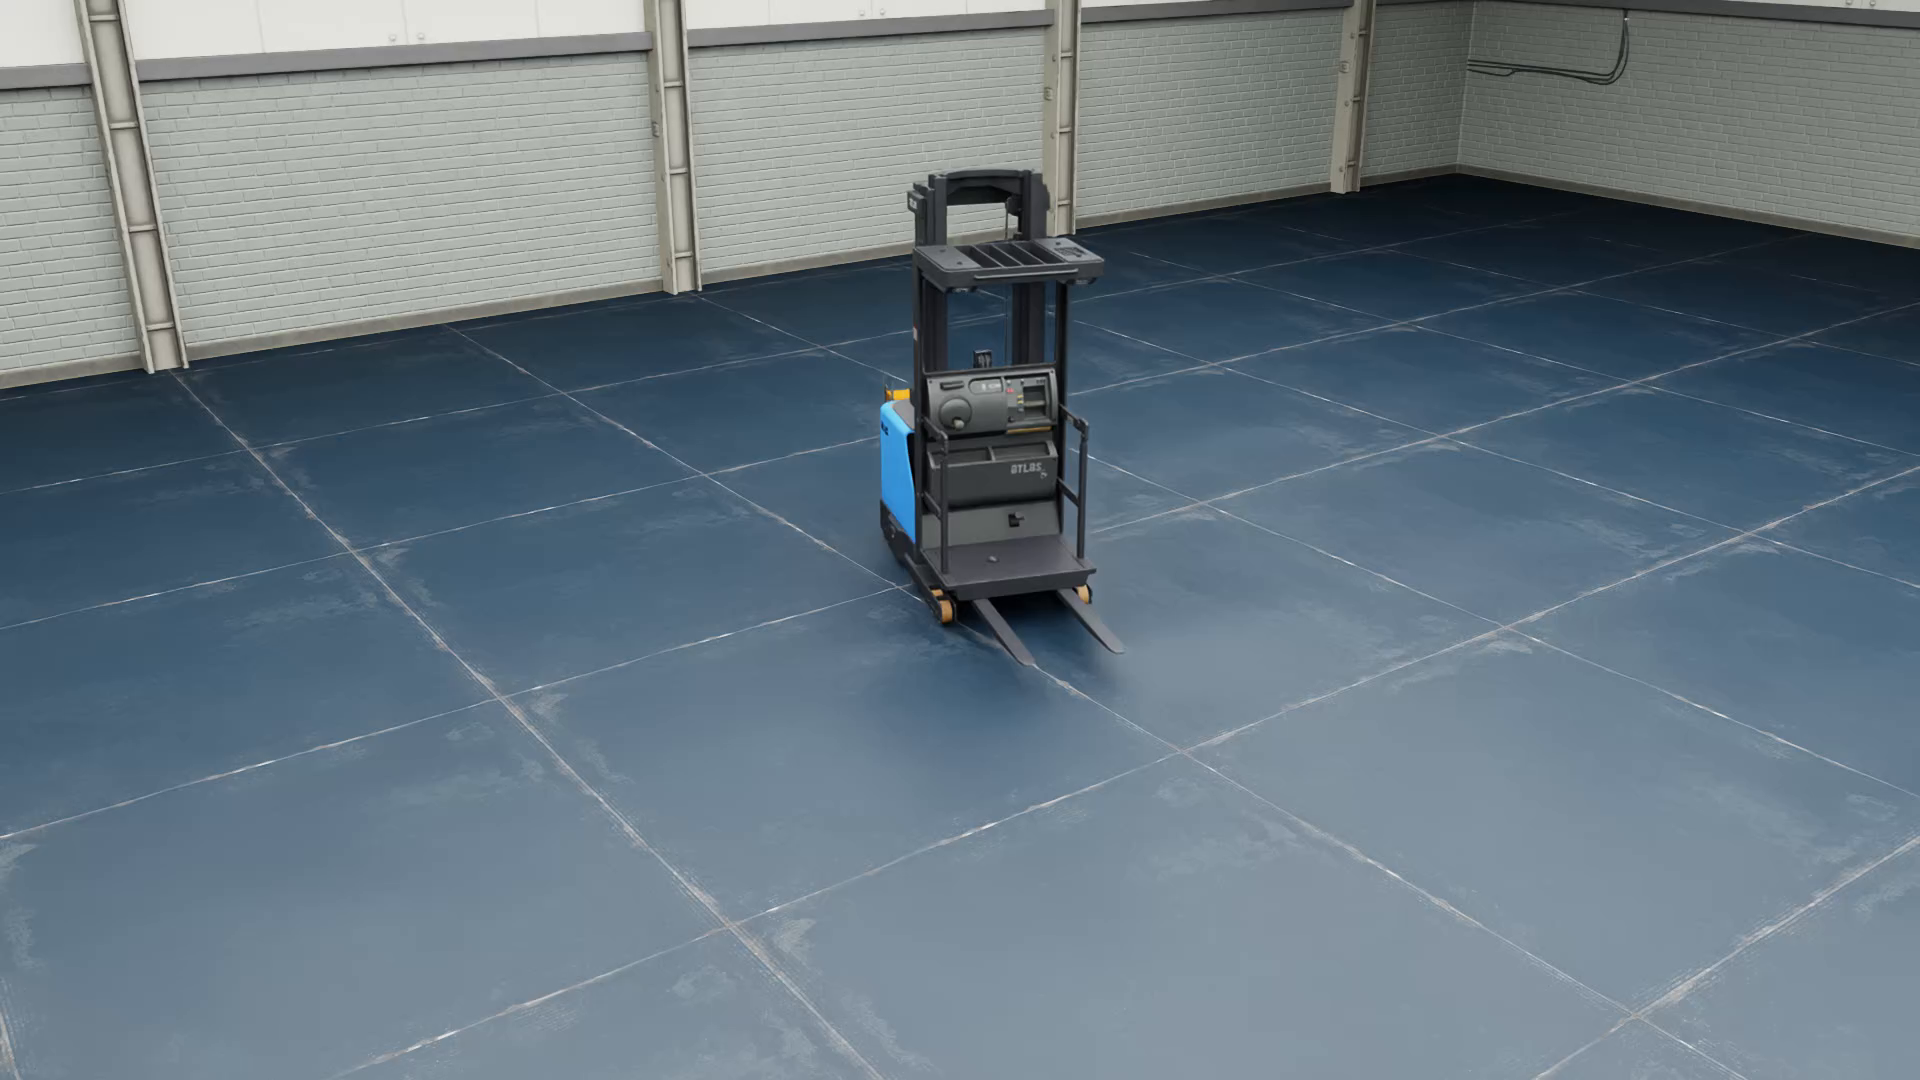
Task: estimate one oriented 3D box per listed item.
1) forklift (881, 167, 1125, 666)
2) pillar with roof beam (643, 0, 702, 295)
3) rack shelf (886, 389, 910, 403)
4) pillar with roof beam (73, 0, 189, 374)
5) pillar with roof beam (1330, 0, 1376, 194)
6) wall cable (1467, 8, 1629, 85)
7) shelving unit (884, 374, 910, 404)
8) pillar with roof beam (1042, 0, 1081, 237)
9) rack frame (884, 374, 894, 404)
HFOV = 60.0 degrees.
[{"bbox_3d":[0.286,-0.946,11.313,1.121,2.935,3.031,-6,23,-15],"label":"forklift"},{"bbox_3d":[-0.941,-5.993,15.774,0.400,9.000,9.100,-15,26,-33],"label":"pillar with roof beam"},{"bbox_3d":[-0.318,-1.082,12.928,0.480,0.148,0.258,-7,23,-16],"label":"rack shelf"},{"bbox_3d":[-5.812,-4.695,12.520,0.400,9.000,9.100,-15,26,-33],"label":"pillar with roof beam"},{"bbox_3d":[8.799,-8.591,22.283,0.400,9.000,9.100,-15,26,-33],"label":"pillar with roof beam"},{"bbox_3d":[9.449,-8.684,26.706,0.112,2.526,3.097,-15,26,-33],"label":"wall cable"},{"bbox_3d":[-0.320,-0.717,13.073,0.499,1.200,0.258,-7,23,-16],"label":"shelving unit"},{"bbox_3d":[3.929,-7.292,19.029,0.400,9.000,9.100,-15,26,-33],"label":"pillar with roof beam"},{"bbox_3d":[-0.551,-0.690,13.007,0.015,1.200,0.240,-7,23,-16],"label":"rack frame"}]
